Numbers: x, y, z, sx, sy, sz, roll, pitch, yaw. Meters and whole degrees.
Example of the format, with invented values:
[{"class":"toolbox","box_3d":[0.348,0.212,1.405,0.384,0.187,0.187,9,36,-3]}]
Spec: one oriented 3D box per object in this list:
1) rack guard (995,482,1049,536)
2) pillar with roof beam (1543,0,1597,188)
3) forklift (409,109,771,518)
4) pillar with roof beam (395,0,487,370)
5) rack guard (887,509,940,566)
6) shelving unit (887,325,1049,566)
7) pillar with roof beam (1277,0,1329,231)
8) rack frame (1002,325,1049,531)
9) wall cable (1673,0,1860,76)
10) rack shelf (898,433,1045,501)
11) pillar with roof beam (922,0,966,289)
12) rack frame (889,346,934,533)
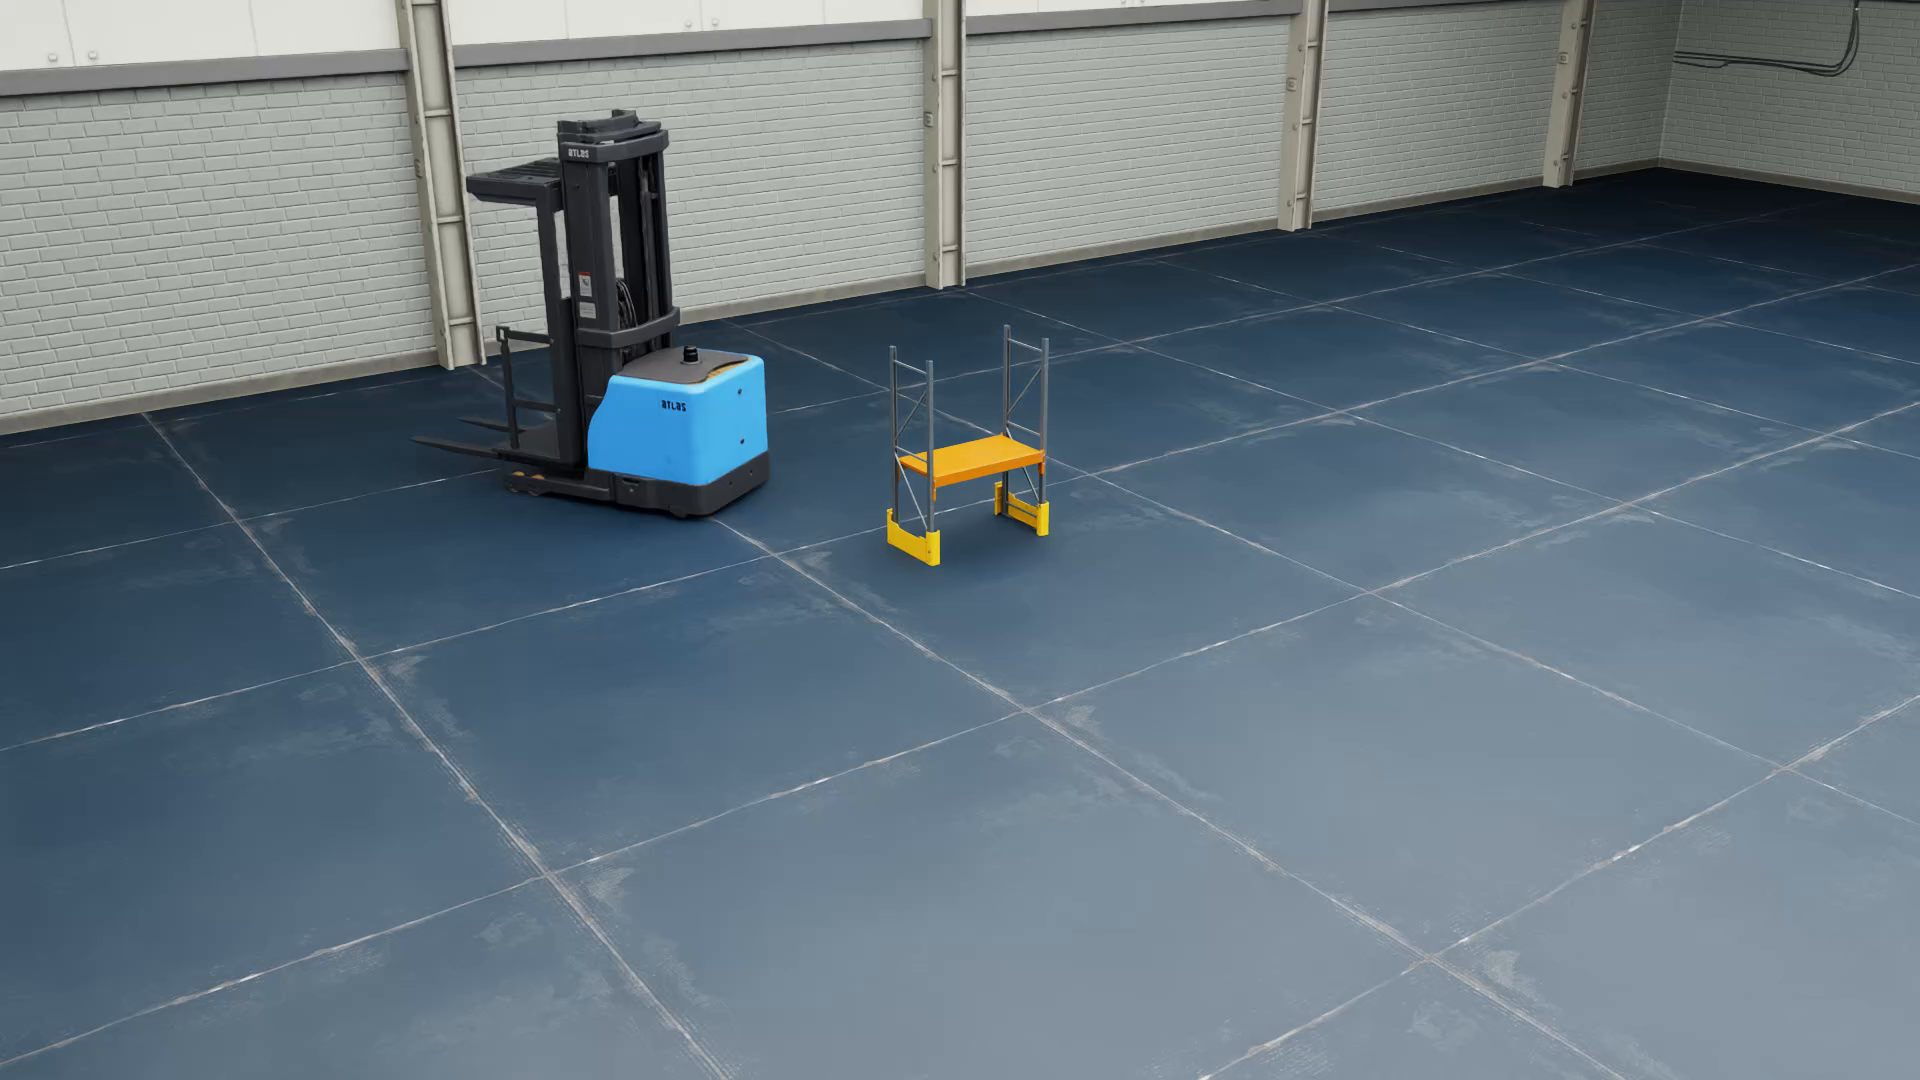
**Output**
[{"class":"rack guard","box_3d":[0.466,-0.240,12.662,0.087,0.250,0.587,-15,26,-33]},{"class":"pillar with roof beam","box_3d":[12.075,-8.571,21.733,0.400,9.000,9.100,-15,26,-33]},{"class":"forklift","box_3d":[-3.096,-1.880,13.152,3.031,2.935,1.130,10,24,23]},{"class":"pillar with roof beam","box_3d":[-2.536,-4.675,11.969,0.400,9.000,9.100,-15,26,-33]},{"class":"rack guard","box_3d":[-0.342,-0.025,12.121,0.087,0.250,0.587,-15,26,-33]},{"class":"shelving unit","box_3d":[0.062,-0.713,12.160,1.083,1.500,0.587,-15,26,-33]},{"class":"pillar with roof beam","box_3d":[7.205,-7.272,18.478,0.400,9.000,9.100,-15,26,-33]},{"class":"rack frame","box_3d":[0.482,-0.825,12.440,0.032,1.500,0.500,-15,26,-33]},{"class":"wall cable","box_3d":[12.725,-8.663,26.155,0.112,2.526,3.097,-15,26,-33]},{"class":"rack shelf","box_3d":[0.069,-0.548,12.231,1.000,0.185,0.538,-15,26,-33]},{"class":"pillar with roof beam","box_3d":[2.334,-5.973,15.224,0.400,9.000,9.100,-15,26,-33]},{"class":"rack frame","box_3d":[-0.343,-0.605,11.889,0.032,1.500,0.500,-15,26,-33]}]
